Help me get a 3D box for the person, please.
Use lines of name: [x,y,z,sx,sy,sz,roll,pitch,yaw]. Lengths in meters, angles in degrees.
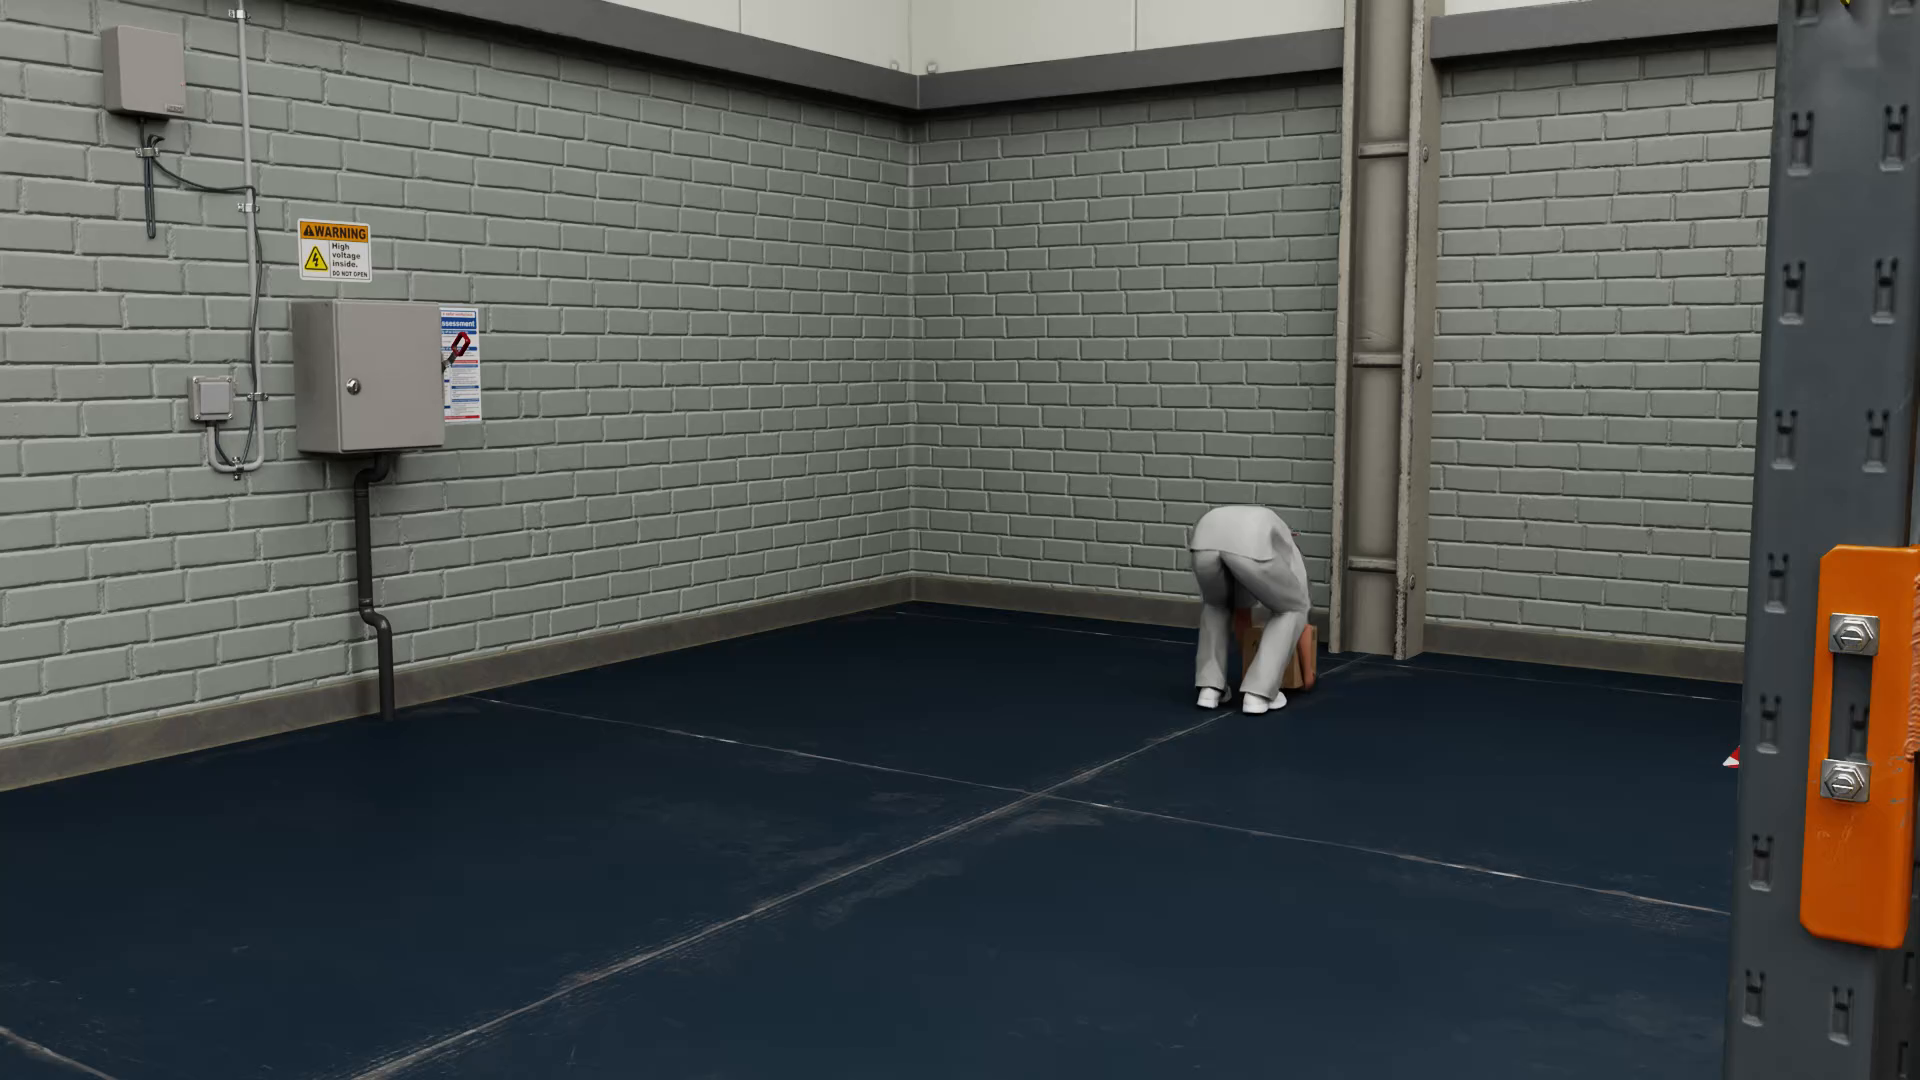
person: [1.274,0.269,7.193,0.474,0.866,0.850,4,7,31]
